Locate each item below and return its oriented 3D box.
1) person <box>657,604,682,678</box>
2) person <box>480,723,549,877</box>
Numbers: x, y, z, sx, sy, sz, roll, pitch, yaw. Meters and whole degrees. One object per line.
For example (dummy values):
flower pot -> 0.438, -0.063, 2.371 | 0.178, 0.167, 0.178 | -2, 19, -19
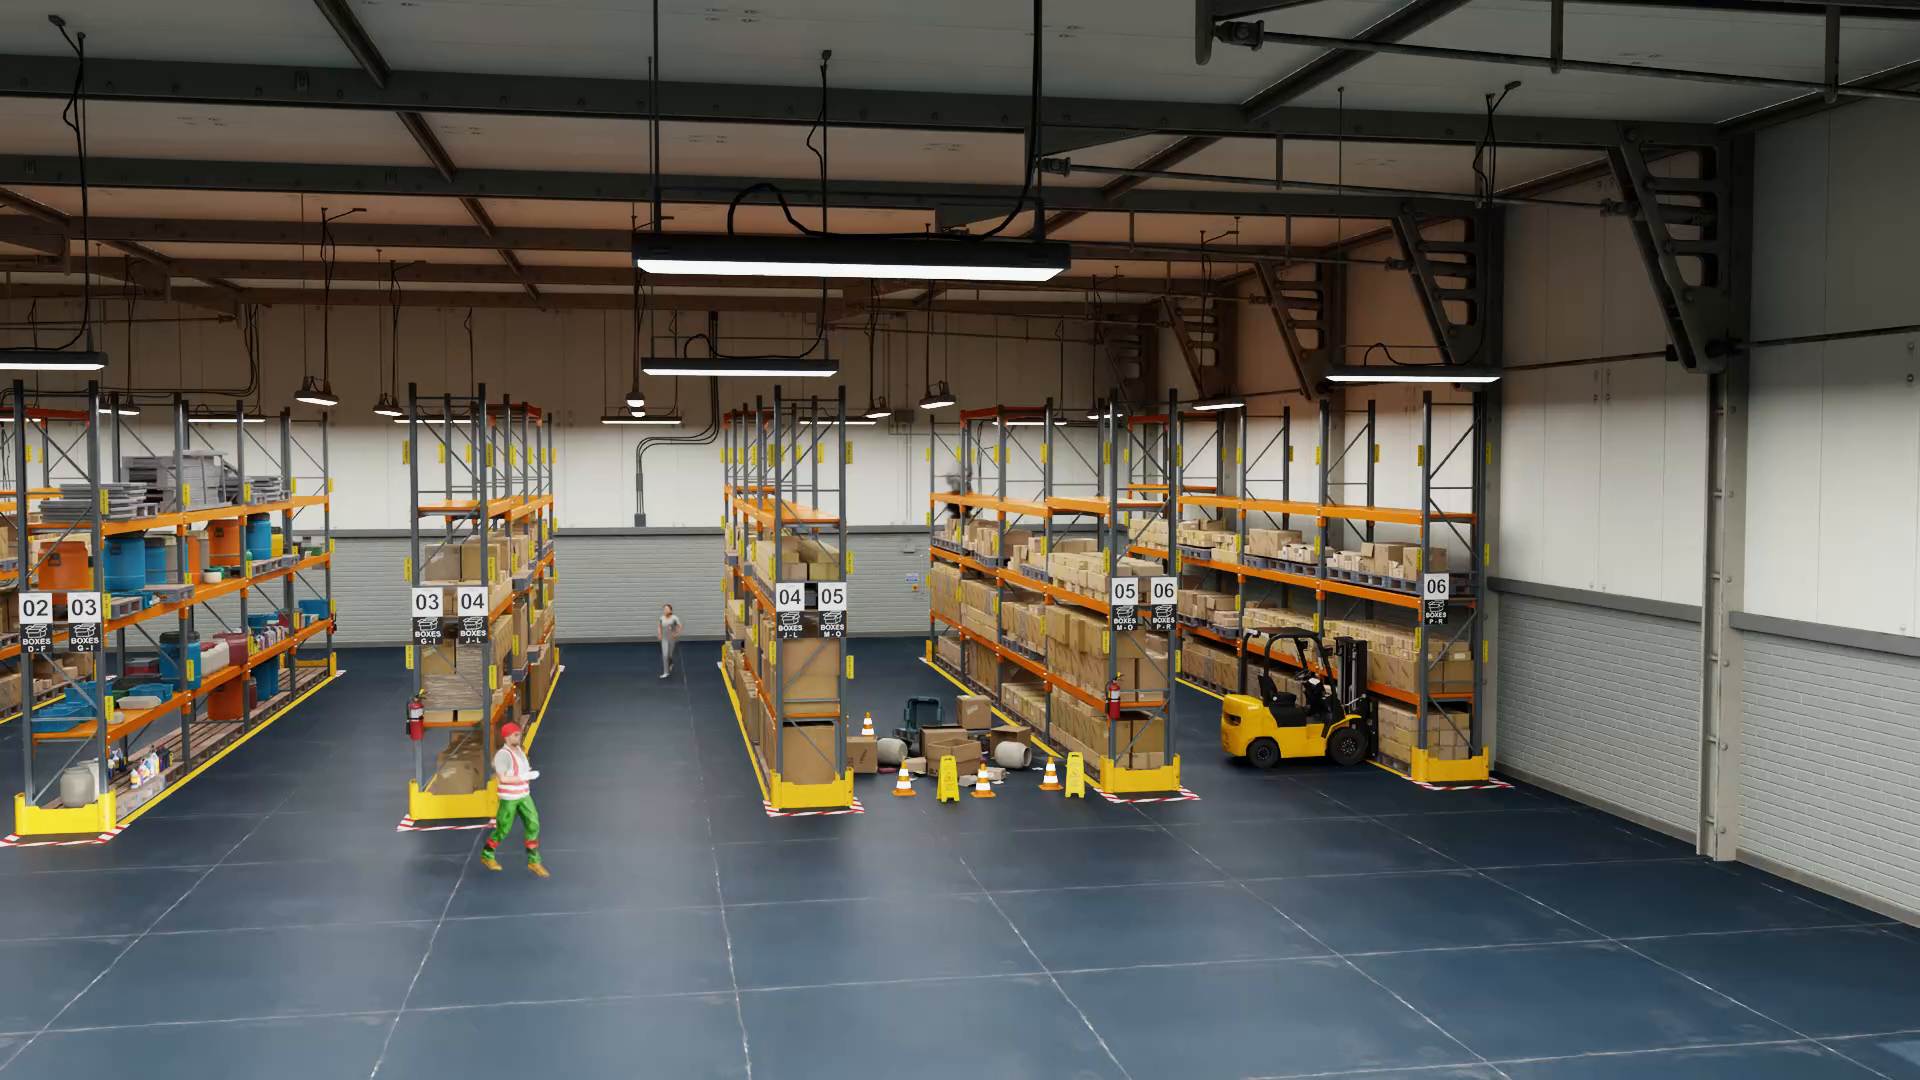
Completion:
person -> -6.573, 2.274, 37.704 | 0.572, 1.653, 0.760 | 0, 3, 3
person -> -5.320, 3.086, 19.786 | 0.862, 1.835, 0.653 | 1, 3, 21
